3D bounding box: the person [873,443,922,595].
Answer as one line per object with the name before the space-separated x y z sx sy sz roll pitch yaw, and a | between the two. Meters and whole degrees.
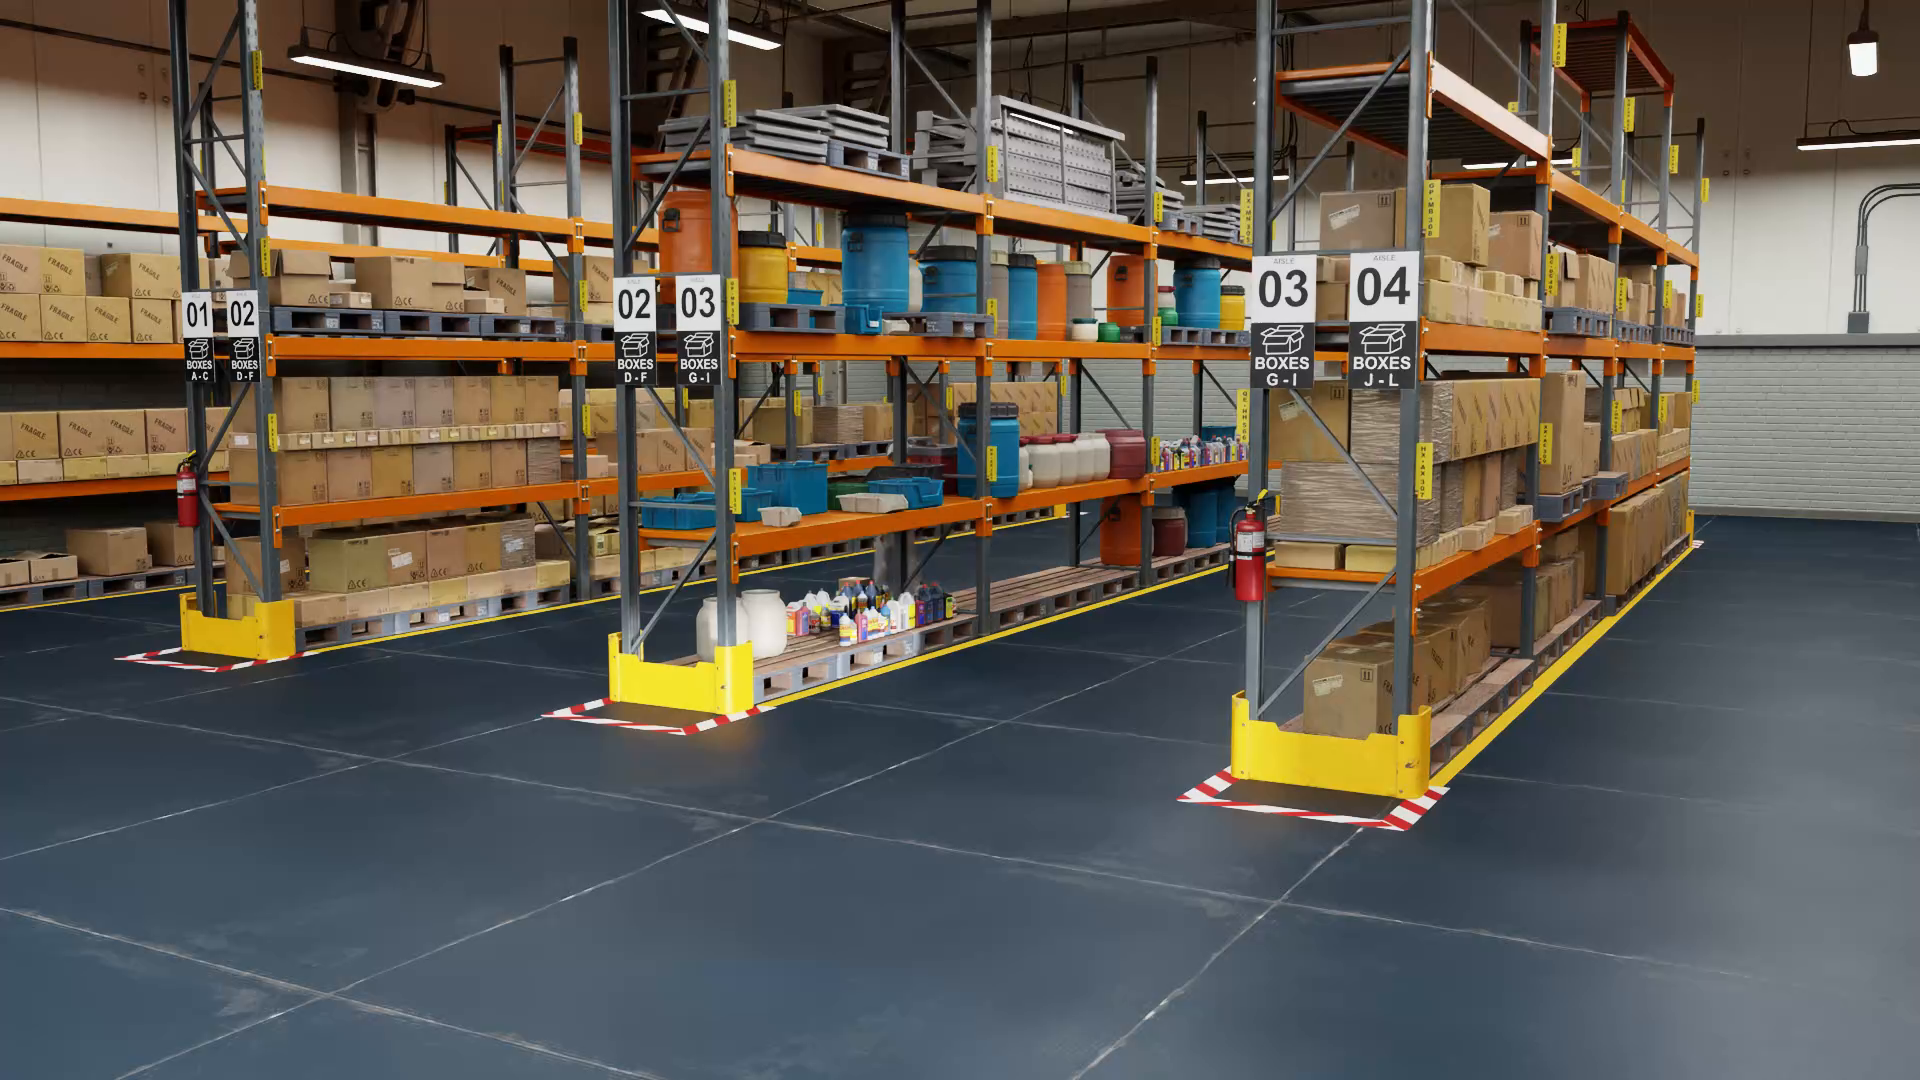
person | -0.710 -0.185 17.748 0.628 1.740 0.761 -5 8 -42
